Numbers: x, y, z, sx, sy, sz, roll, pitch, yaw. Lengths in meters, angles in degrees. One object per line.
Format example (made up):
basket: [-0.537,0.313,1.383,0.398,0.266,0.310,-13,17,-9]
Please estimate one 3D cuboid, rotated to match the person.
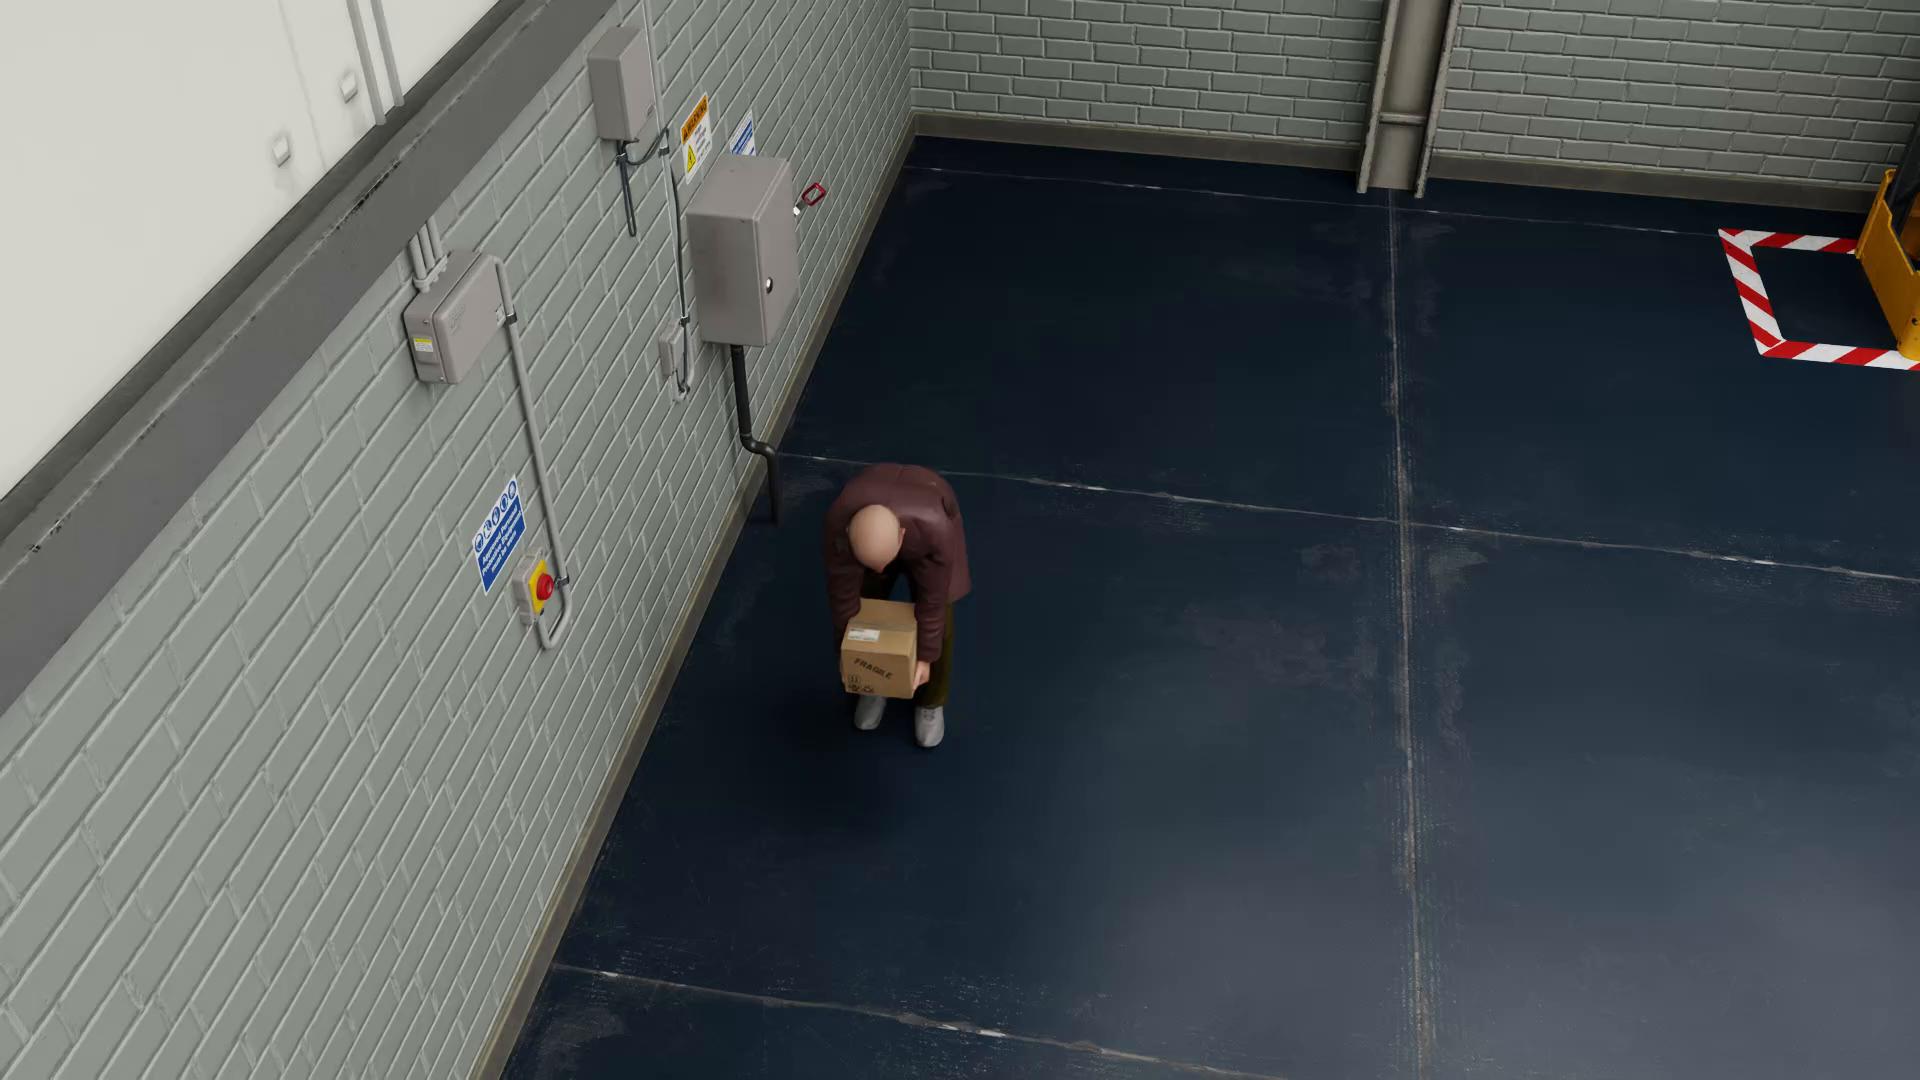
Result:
person: [-0.223,0.008,6.146,0.695,1.775,0.582,7,40,8]
